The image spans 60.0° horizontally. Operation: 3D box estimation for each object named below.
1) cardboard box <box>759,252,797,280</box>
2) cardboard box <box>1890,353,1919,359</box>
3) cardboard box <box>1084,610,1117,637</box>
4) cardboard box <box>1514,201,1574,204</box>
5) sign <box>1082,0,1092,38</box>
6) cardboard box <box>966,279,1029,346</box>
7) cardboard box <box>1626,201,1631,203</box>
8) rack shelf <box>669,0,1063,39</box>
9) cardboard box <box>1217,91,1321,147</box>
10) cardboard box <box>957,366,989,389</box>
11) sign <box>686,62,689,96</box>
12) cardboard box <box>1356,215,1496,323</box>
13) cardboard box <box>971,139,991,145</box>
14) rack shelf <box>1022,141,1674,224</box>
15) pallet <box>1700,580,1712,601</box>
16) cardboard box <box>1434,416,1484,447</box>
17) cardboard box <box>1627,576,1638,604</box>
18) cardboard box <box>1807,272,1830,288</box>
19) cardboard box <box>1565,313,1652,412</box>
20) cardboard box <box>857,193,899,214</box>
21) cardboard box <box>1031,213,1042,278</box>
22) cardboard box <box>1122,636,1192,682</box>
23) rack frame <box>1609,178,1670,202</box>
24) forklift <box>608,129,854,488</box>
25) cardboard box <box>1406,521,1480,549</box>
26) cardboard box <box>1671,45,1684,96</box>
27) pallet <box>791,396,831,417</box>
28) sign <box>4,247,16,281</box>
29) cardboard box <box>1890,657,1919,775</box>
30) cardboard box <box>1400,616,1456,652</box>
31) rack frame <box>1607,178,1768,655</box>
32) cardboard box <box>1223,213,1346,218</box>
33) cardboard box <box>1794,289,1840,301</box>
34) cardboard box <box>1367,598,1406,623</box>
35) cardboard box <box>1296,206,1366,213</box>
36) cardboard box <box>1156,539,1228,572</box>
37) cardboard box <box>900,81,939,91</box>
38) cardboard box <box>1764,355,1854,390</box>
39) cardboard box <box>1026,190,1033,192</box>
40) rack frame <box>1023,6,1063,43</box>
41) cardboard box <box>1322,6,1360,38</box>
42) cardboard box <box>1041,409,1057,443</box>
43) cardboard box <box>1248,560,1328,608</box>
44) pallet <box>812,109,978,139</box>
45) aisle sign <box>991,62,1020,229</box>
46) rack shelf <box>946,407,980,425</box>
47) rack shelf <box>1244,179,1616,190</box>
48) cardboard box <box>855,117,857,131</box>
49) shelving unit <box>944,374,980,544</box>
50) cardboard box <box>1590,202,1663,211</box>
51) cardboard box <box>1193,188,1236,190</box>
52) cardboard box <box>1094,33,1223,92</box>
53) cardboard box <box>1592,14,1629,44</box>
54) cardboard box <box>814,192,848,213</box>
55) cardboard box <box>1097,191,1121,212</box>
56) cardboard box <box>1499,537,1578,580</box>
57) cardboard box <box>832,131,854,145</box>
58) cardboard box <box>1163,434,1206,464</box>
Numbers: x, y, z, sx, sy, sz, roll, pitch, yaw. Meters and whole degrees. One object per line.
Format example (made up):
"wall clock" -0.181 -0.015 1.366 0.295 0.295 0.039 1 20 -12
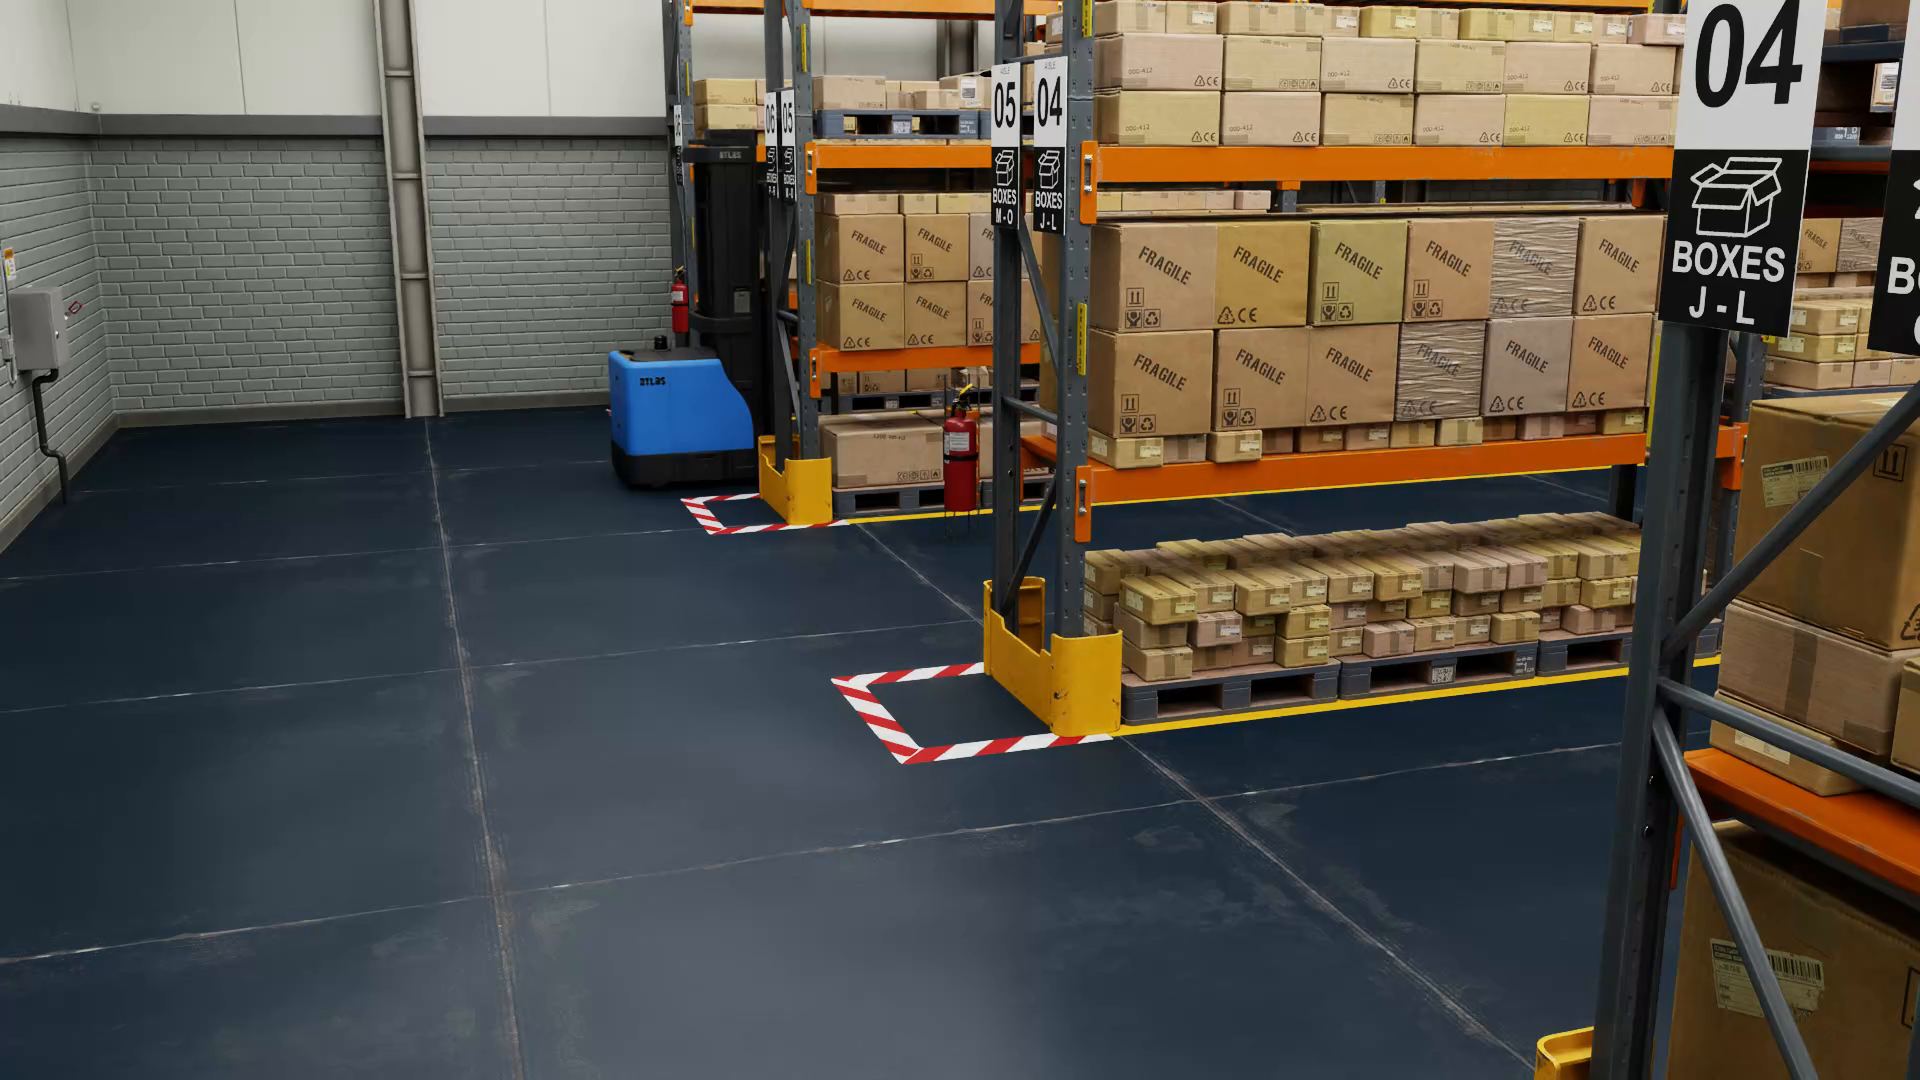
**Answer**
"cardboard box" -1.879 -2.878 17.443 0.500 0.250 0.500 -4 14 -17
"cardboard box" 5.189 -1.117 9.351 0.250 0.149 0.380 -4 14 -17
"cardboard box" 0.821 0.470 8.940 0.250 0.149 0.380 -4 14 -17
"cardboard box" 5.284 -2.811 15.100 0.500 0.500 0.500 -4 14 -18
"sign" 0.561 -2.394 7.354 0.005 0.325 0.100 -4 14 -18
"cardboard box" 0.219 -1.805 13.032 0.500 0.500 0.500 -5 14 -18
"cardboard box" 8.707 -4.279 21.391 0.250 0.149 0.380 -4 14 -18
"rack shelf" -0.977 -5.510 17.421 4.000 0.370 1.077 -4 14 -18
"cardboard box" 1.396 -2.030 8.036 0.500 0.250 0.500 -4 14 -16
"cardboard box" 0.146 -1.833 18.365 0.258 0.266 0.396 -4 14 -16
"sign" -2.700 -4.560 16.463 0.005 0.325 0.100 -4 14 -18
"cardboard box" 2.357 -1.394 8.500 0.500 0.500 0.500 -5 14 -20
"cardboard box" 0.181 -4.301 17.802 0.250 0.149 0.380 -4 14 -16
"rack shelf" 2.284 -1.885 8.659 4.000 0.370 1.077 -4 14 -18
"pallet" 4.917 0.375 10.109 1.213 0.211 1.003 -4 14 -18
"cardboard box" 2.525 -0.598 8.717 0.250 0.149 0.380 -4 14 -17
"cardboard box" 3.730 0.230 9.304 0.250 0.149 0.380 -5 14 -21
"cardboard box" 7.942 -2.466 15.663 0.250 0.149 0.380 -4 14 -16
"cardboard box" 3.319 -0.981 8.927 0.500 0.500 0.500 -5 14 -20
"cardboard box" -0.636 -2.558 12.635 0.250 0.149 0.380 -4 14 -17
"cardboard box" 0.705 -2.331 13.084 0.500 0.500 0.500 -4 14 -18
"cardboard box" 0.987 0.586 8.451 0.250 0.149 0.380 -4 14 -17
"rack frame" 6.296 -2.297 15.318 0.127 3.000 1.000 -4 14 -18
"forklift" -1.491 -2.046 14.409 3.031 2.935 1.130 -5 14 -19
"cardboard box" 2.776 0.011 9.580 0.250 0.149 0.380 -4 14 -17
"cardboard box" 3.823 -2.463 8.778 0.500 0.250 0.500 -5 14 -21
"pallet" -2.046 -1.503 18.006 1.213 0.211 1.003 -4 14 -18
"sign" -7.333 -2.131 12.836 0.001 0.242 0.339 -4 14 -18
"cardboard box" 2.415 0.419 3.581 0.500 0.250 0.500 -5 14 -20
"cardboard box" 2.449 0.469 8.944 0.250 0.149 0.380 -4 14 -18
"rack frame" 4.179 -0.924 9.544 0.127 3.000 1.000 -4 14 -18
"cardboard box" 1.713 -1.474 8.839 0.500 0.500 0.500 -4 14 -15
"cardboard box" 4.997 -1.406 9.922 0.250 0.149 0.380 -5 14 -20
"cardboard box" 2.191 0.317 8.938 0.250 0.149 0.380 -4 14 -15
"cardboard box" 3.014 -2.506 13.821 0.500 0.500 0.500 -4 14 -17
"cardboard box" 1.271 0.117 9.136 0.250 0.149 0.380 -5 14 -19
"cardboard box" -0.445 -4.699 17.537 0.500 0.250 0.500 -4 14 -17
"cardboard box" 4.699 -0.934 9.222 0.250 0.149 0.380 -5 14 -21
"cardboard box" 0.437 -2.749 13.440 0.250 0.149 0.380 -4 14 -16
"rack frame" 0.918 -6.009 17.958 0.127 3.000 1.000 -4 14 -18
"cardboard box" 1.737 -2.505 8.091 0.250 0.149 0.380 -4 14 -16
"cardboard box" 0.607 -0.592 8.693 0.250 0.149 0.380 -4 14 -18
"cardboard box" 1.704 0.227 8.674 0.250 0.149 0.380 -5 14 -21
"pallet" -0.586 -3.180 12.738 1.213 0.211 1.003 -4 14 -18
"aisle sign" 0.223 -1.954 8.256 0.004 0.787 0.394 -4 14 -18
"rack shelf" 0.014 -0.892 11.935 0.180 0.103 0.258 -4 14 -18
"rack shelf" 4.400 -3.259 14.433 4.000 0.370 1.077 -4 14 -18
"cardboard box" -0.918 -4.419 17.438 0.500 0.250 0.500 -5 14 -19
"shelving unit" 0.014 -0.585 12.008 0.189 1.200 0.258 -4 14 -18
"cardboard box" 5.889 -2.737 14.789 0.500 0.500 0.500 -5 14 -20
"cardboard box" 2.123 -2.886 14.016 0.250 0.149 0.380 -5 14 -19
"cardboard box" 0.897 -2.234 7.815 0.500 0.250 0.500 -4 14 -17
"cardboard box" 3.218 -2.622 8.582 0.250 0.149 0.380 -4 14 -16
"cardboard box" -1.010 -2.628 12.929 0.250 0.149 0.380 -4 14 -17
"cardboard box" 1.083 -2.679 13.147 0.250 0.149 0.380 -5 14 -19
"cardboard box" 3.191 0.102 9.198 0.250 0.149 0.380 -4 14 -16
"cardboard box" -1.278 -4.193 17.351 0.250 0.149 0.380 -5 14 -19
"cardboard box" 1.028 -0.486 8.247 0.250 0.149 0.380 -4 14 -16
